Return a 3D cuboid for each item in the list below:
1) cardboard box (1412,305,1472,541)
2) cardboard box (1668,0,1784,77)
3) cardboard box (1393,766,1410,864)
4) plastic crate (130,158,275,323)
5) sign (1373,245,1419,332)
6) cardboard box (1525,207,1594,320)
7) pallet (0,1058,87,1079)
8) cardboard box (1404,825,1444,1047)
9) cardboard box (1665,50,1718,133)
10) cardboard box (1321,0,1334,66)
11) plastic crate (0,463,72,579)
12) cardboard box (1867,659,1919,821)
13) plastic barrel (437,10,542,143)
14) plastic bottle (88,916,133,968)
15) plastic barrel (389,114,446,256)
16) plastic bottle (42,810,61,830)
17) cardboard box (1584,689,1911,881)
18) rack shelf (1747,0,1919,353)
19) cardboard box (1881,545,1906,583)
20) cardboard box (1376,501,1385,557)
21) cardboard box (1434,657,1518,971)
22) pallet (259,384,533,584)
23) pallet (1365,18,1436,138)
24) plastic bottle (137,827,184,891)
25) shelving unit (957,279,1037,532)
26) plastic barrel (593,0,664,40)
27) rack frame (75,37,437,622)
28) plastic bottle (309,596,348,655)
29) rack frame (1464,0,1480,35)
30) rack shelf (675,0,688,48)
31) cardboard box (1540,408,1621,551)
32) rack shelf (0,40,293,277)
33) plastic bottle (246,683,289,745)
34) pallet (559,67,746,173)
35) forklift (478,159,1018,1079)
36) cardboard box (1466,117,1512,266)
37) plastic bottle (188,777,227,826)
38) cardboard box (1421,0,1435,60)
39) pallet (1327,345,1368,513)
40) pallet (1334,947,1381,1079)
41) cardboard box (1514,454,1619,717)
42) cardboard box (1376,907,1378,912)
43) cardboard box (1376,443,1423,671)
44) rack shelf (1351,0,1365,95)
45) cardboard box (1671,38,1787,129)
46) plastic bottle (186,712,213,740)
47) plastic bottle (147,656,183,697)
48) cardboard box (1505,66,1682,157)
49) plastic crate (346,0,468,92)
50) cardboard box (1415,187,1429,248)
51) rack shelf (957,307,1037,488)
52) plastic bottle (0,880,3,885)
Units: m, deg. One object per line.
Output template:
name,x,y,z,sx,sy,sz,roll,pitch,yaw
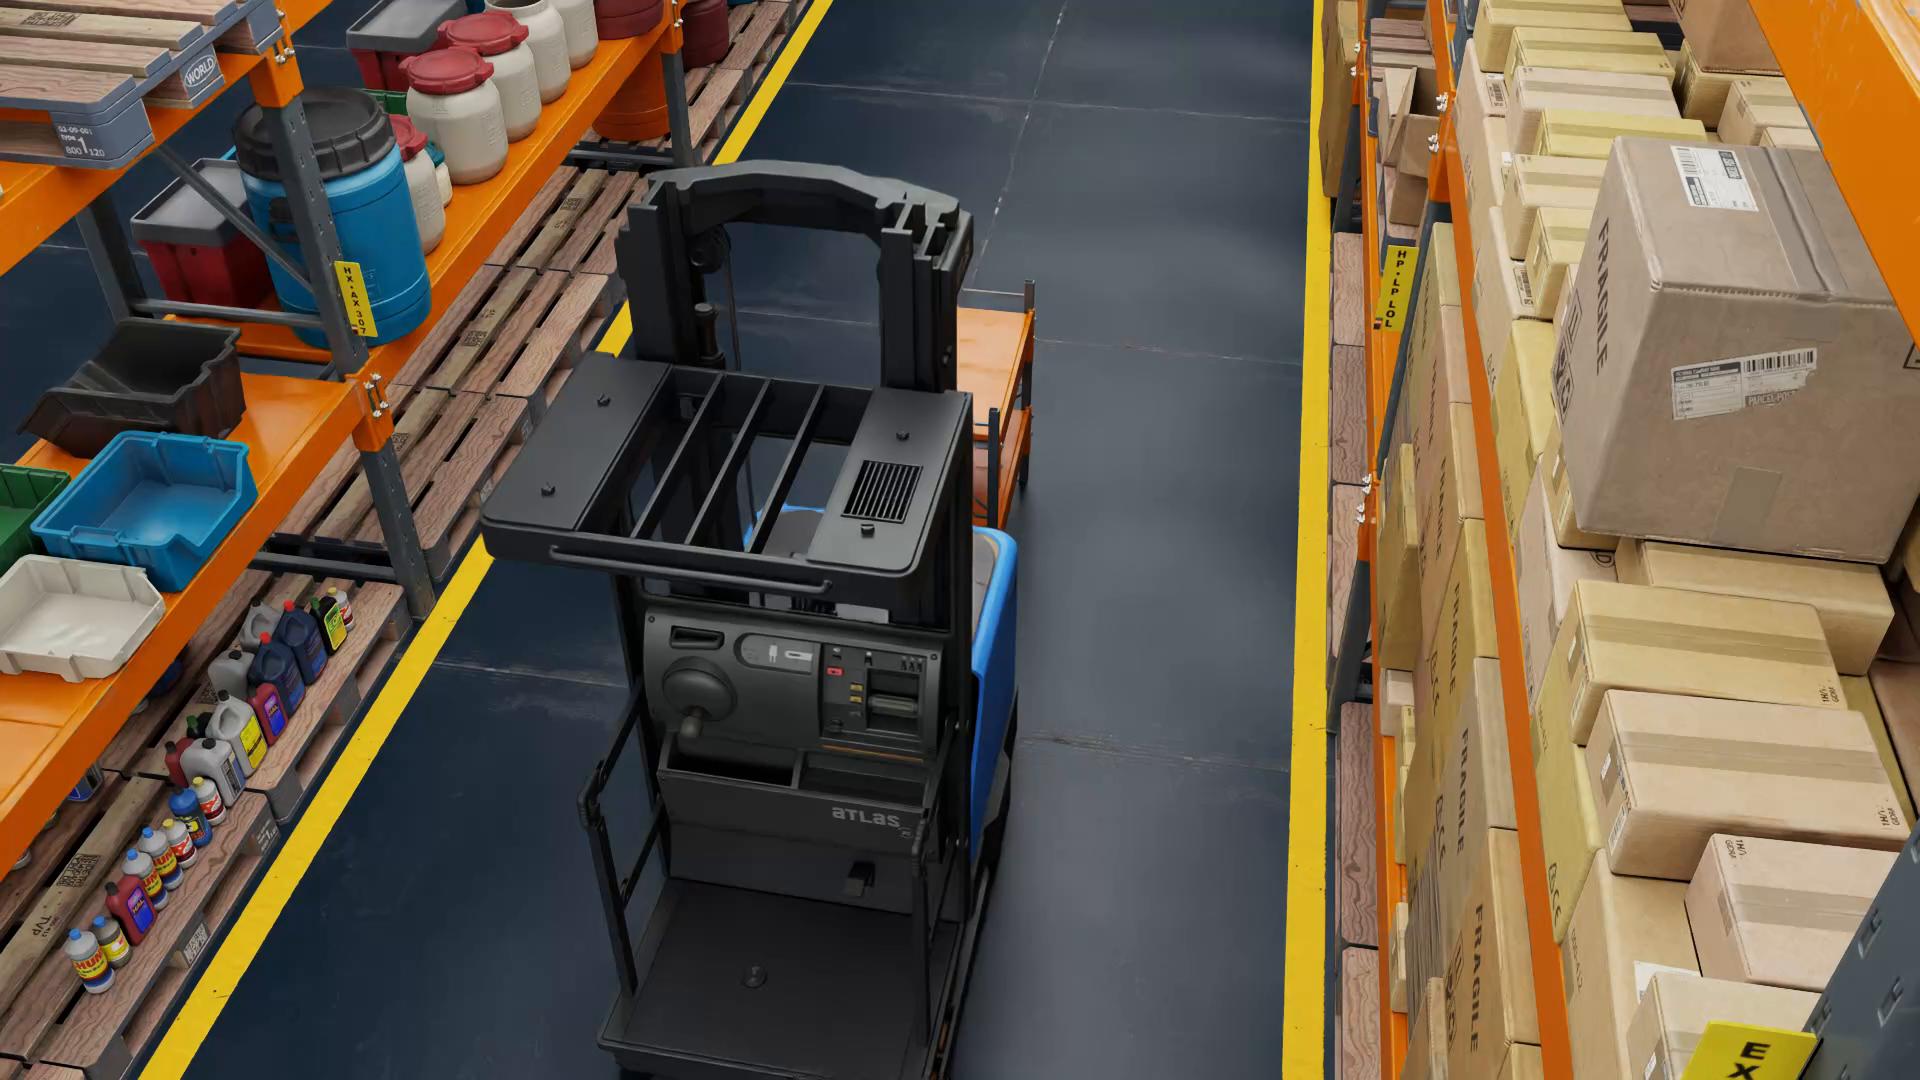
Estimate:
cardboard box,1.603,-0.310,4.771,0.500,0.500,0.500,6,40,8
cardboard box,2.189,-1.531,4.286,0.500,0.500,0.500,5,40,6
cardboard box,1.436,0.802,4.720,0.380,0.149,0.250,6,40,8
plastic crate,-3.080,-1.248,6.952,0.402,0.464,0.583,6,40,8
sign,1.469,-0.845,5.606,0.100,0.325,0.005,6,40,8
cardboard box,1.468,-0.599,3.668,0.380,0.149,0.250,6,40,7
pallet,-3.442,2.137,5.096,1.003,0.211,1.213,6,40,8
cardboard box,1.544,1.040,3.924,0.875,0.500,0.500,6,40,8
cardboard box,2.194,-1.123,4.614,0.500,0.250,0.500,8,40,9
cardboard box,3.156,-3.738,11.352,1.225,0.875,0.875,5,40,6
plastic crate,-3.375,0.017,5.639,0.450,0.188,0.662,6,40,8
cardboard box,1.745,0.474,2.683,0.500,0.250,0.500,6,40,7
plastic barrel,-2.279,-2.246,8.103,0.433,0.535,0.433,0,40,0
plastic bottle,-2.916,1.365,5.692,0.097,0.201,0.097,0,40,0
plastic barrel,-2.481,-1.514,7.218,0.433,0.535,0.433,0,40,0
plastic bottle,-3.422,0.972,6.168,0.097,0.201,0.097,0,40,0
cardboard box,1.165,0.376,2.489,0.380,0.149,0.250,5,40,6
rack shelf,1.670,-1.118,2.704,1.077,0.370,4.000,6,40,8
cardboard box,1.858,-0.041,2.993,0.380,0.149,0.250,5,40,6
cardboard box,1.627,0.015,5.672,0.380,0.149,0.250,6,40,8
cardboard box,1.346,0.632,3.632,0.500,0.500,0.500,6,40,8
pallet,-2.764,-0.308,8.054,1.003,0.211,1.213,6,40,8
pallet,2.690,-2.317,8.446,1.213,0.211,1.003,6,40,8
plastic bottle,-2.857,1.125,5.928,0.097,0.271,0.097,0,40,0
shelving unit,0.001,-0.438,7.494,0.538,1.125,1.048,6,40,8
plastic barrel,-1.952,-3.124,9.164,0.600,0.536,0.708,6,40,8
rack frame,-2.862,-0.886,6.564,1.000,3.000,0.127,6,40,8
plastic bottle,-2.620,0.330,6.880,0.061,0.283,0.133,8,40,10
rack frame,2.016,-2.651,3.992,1.000,3.000,0.127,6,40,8
rack shelf,-1.824,-4.374,11.348,1.077,0.370,4.000,6,40,8
cardboard box,1.297,-0.105,3.071,0.380,0.149,0.250,5,40,5
rack shelf,-3.208,-0.509,4.319,1.077,0.370,4.000,6,40,8
plastic bottle,-2.710,0.655,6.487,0.061,0.283,0.133,9,40,11
pallet,-2.075,-2.821,11.093,1.003,0.211,1.213,6,40,8
forklift,-0.553,0.525,4.911,1.130,2.935,3.031,7,40,8
cardboard box,1.599,-0.851,4.286,0.500,0.250,0.500,6,40,7
plastic bottle,-2.804,0.961,6.181,0.097,0.201,0.097,0,40,0
cardboard box,2.654,-2.707,8.359,0.500,0.500,0.500,2,40,2
pallet,2.358,-0.521,8.312,1.003,0.211,1.213,6,40,8
pallet,1.726,1.929,5.349,1.003,0.211,1.213,6,40,8
cardboard box,1.338,0.108,3.126,0.500,0.250,0.500,7,40,9
cardboard box,1.816,1.069,5.832,0.500,0.500,0.500,19,43,21
cardboard box,1.756,0.093,5.068,0.875,0.500,0.500,6,40,8
rack shelf,3.054,-3.828,10.687,1.077,0.370,4.000,6,40,8
cardboard box,2.108,-1.198,4.392,0.380,0.149,0.250,7,40,8
plastic bottle,-2.884,0.756,6.365,0.061,0.283,0.133,6,40,8
plastic bottle,-3.268,0.443,6.691,0.144,0.351,0.185,6,40,8
cardboard box,1.609,-1.078,4.248,0.380,0.149,0.250,7,40,8
plastic crate,-2.751,-2.440,8.394,0.402,0.464,0.583,6,40,8
cardboard box,2.292,-1.216,6.163,1.000,1.000,1.000,7,40,8
rack shelf,0.001,-0.663,7.307,0.538,0.278,1.000,6,40,8
plastic bottle,-3.493,1.157,5.879,0.061,0.283,0.133,6,40,8
